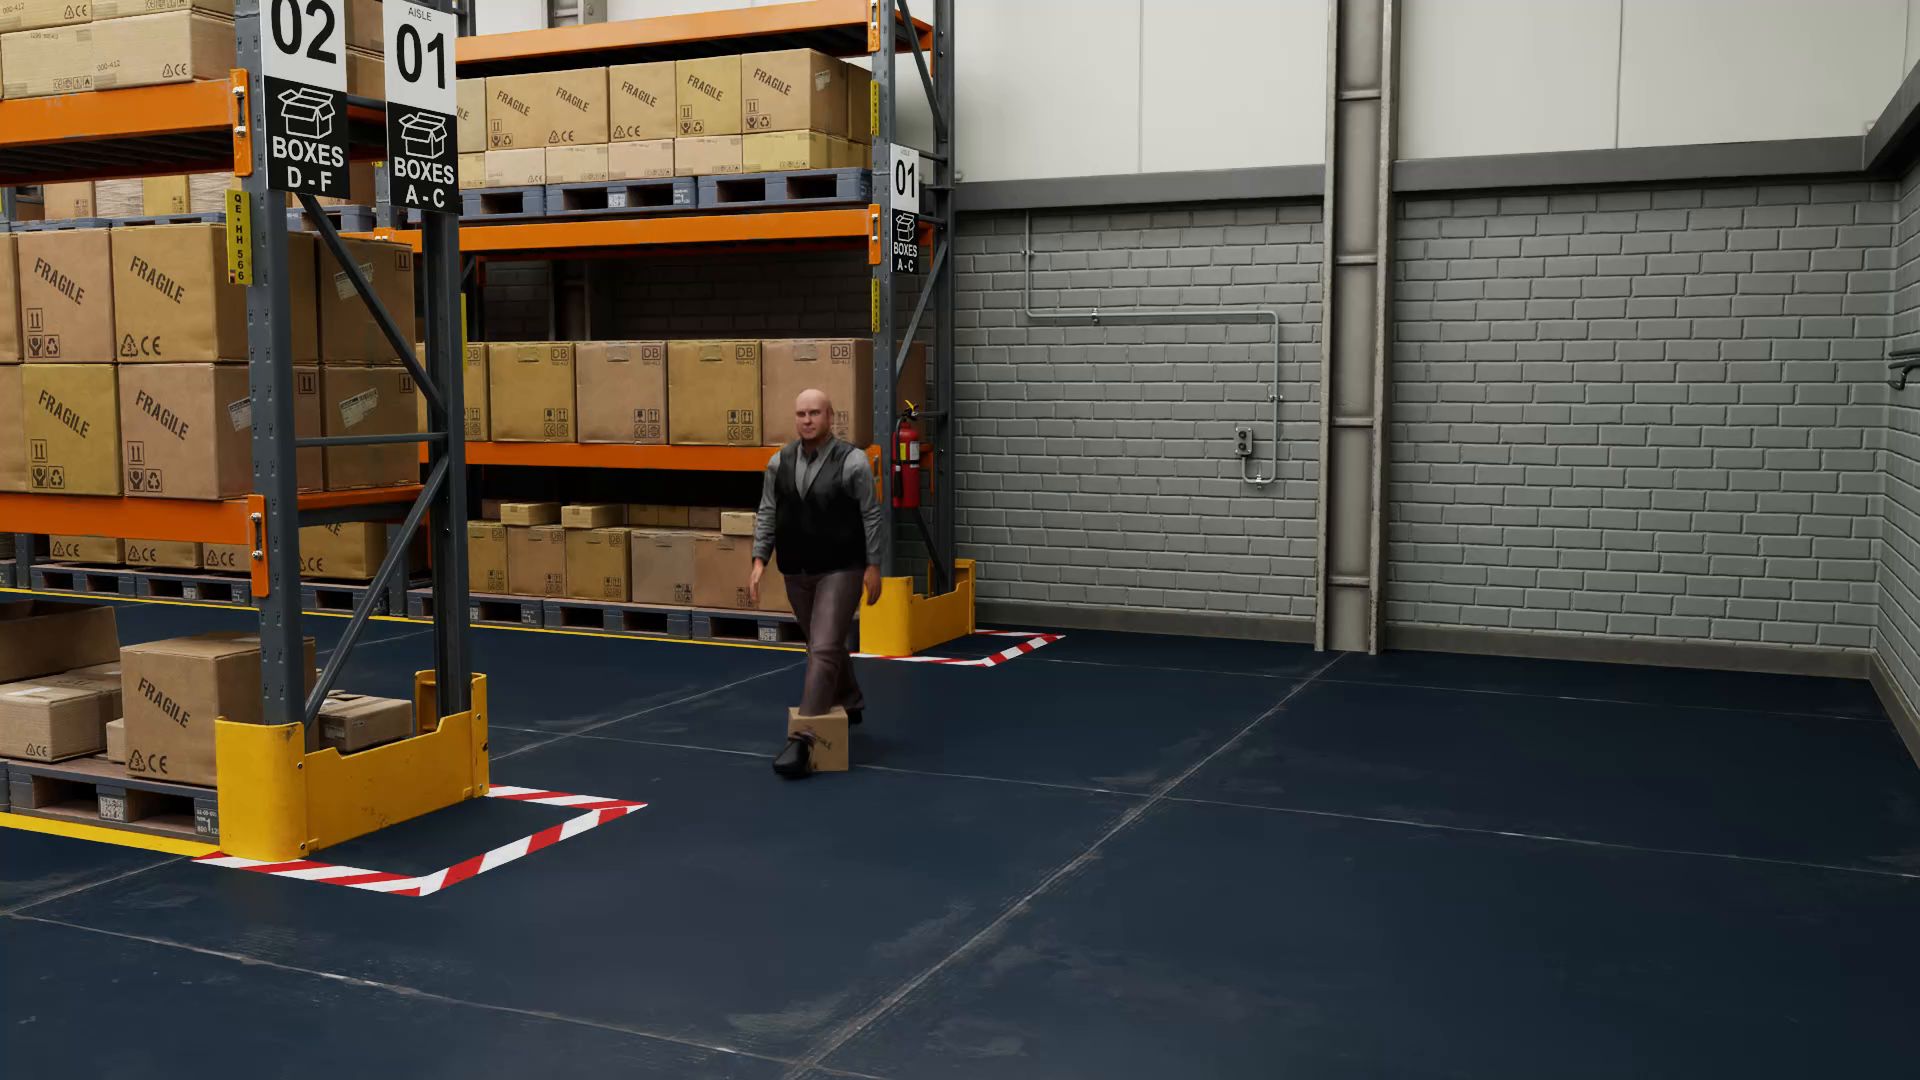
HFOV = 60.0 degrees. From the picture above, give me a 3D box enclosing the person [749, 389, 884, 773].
[{"bbox_3d":[-0.665,0.143,7.635,0.556,1.667,1.045,3,6,26],"label":"person"}]
